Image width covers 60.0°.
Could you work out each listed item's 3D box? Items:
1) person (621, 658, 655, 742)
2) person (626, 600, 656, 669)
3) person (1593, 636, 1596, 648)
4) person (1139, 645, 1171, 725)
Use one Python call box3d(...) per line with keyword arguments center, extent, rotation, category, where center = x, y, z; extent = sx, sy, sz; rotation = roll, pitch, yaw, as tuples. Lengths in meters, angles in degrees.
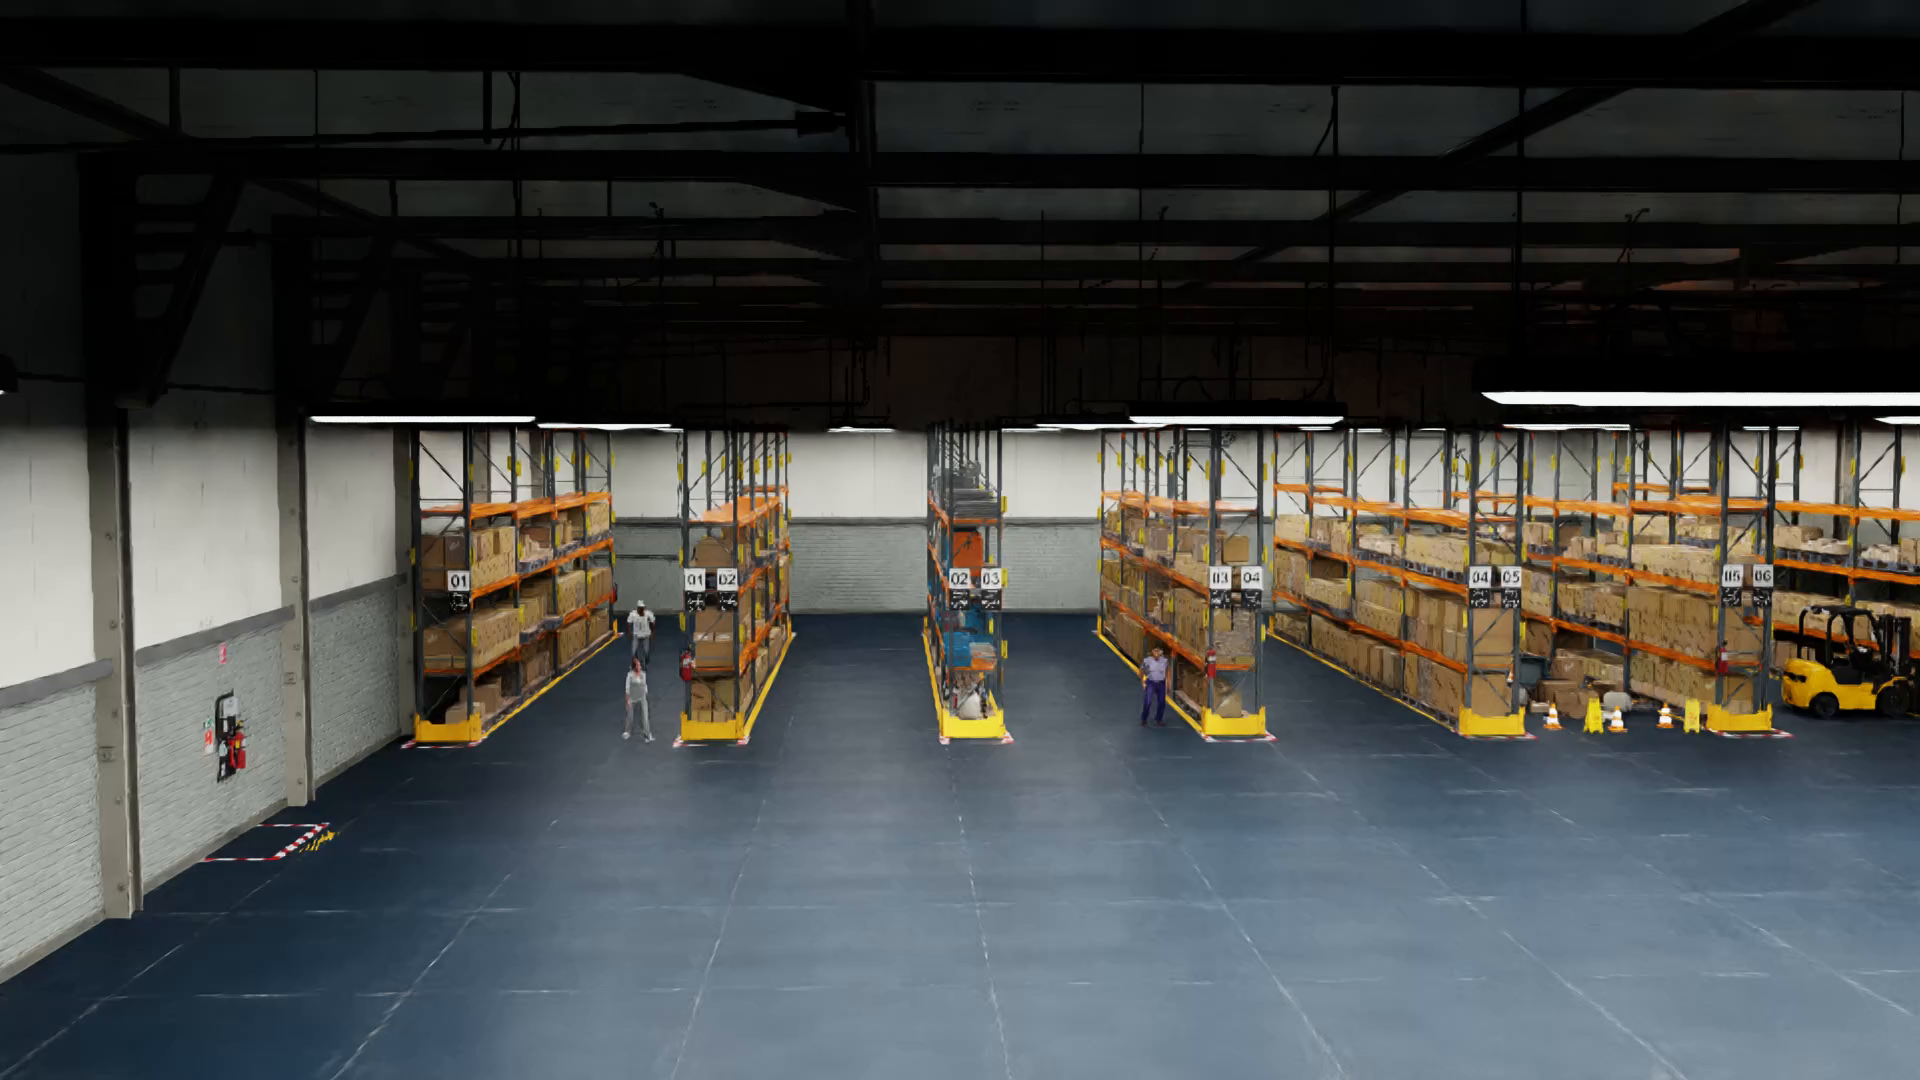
box3d(center=(-6.007, 2.958, 30.892), extent=(0.480, 1.551, 0.856), rotation=(-2, 4, -25), category="person")
box3d(center=(-7.733, 2.295, 40.298), extent=(0.719, 1.714, 0.578), rotation=(0, 4, -5), category="person")
box3d(center=(16.246, 2.133, 42.785), extent=(0.434, 1.673, 0.492), rotation=(-2, 4, -34), category="person")
box3d(center=(3.829, 2.841, 32.669), extent=(0.626, 1.594, 0.513), rotation=(0, 4, -4), category="person")
